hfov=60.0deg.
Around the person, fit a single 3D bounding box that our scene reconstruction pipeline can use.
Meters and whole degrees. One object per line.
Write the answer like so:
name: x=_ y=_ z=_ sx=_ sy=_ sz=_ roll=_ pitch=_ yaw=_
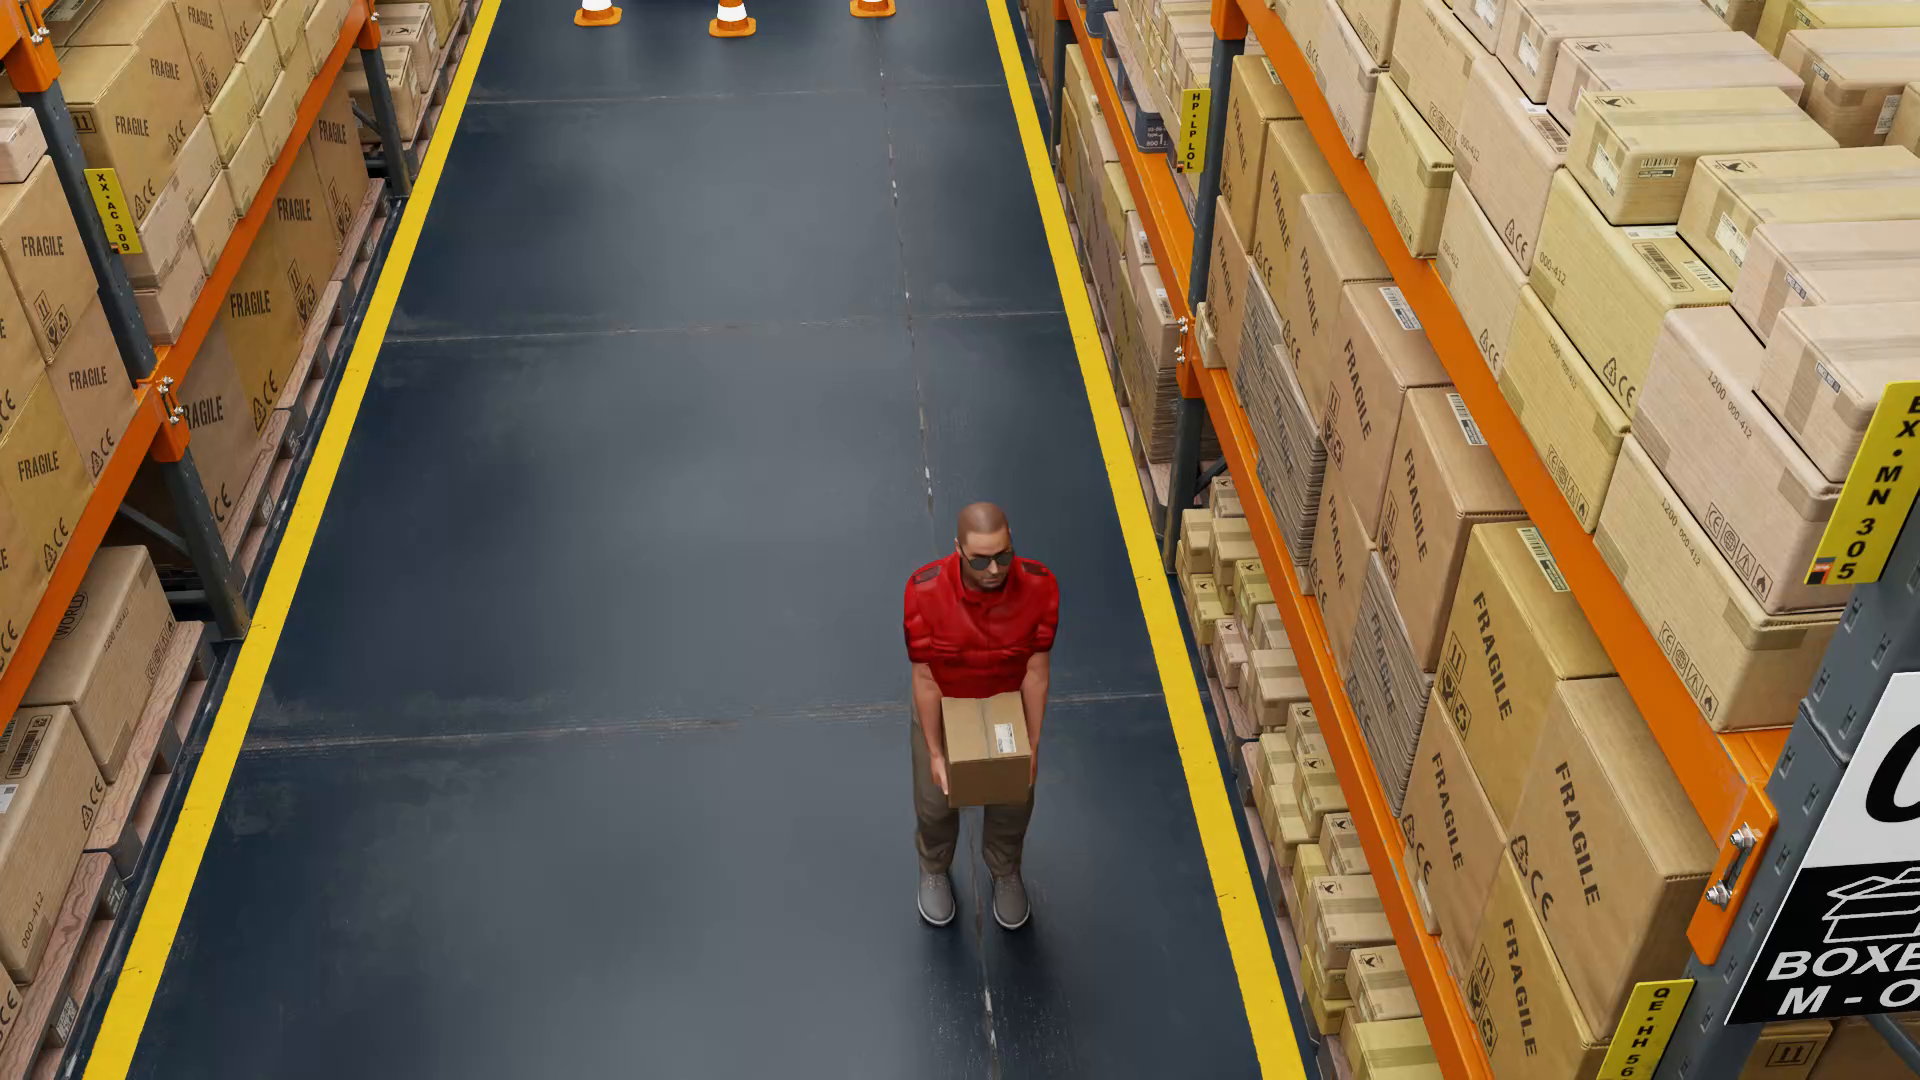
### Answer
person: x=0.074 y=0.621 z=5.406 sx=0.489 sy=1.726 sz=0.553 roll=-4 pitch=39 yaw=-5
